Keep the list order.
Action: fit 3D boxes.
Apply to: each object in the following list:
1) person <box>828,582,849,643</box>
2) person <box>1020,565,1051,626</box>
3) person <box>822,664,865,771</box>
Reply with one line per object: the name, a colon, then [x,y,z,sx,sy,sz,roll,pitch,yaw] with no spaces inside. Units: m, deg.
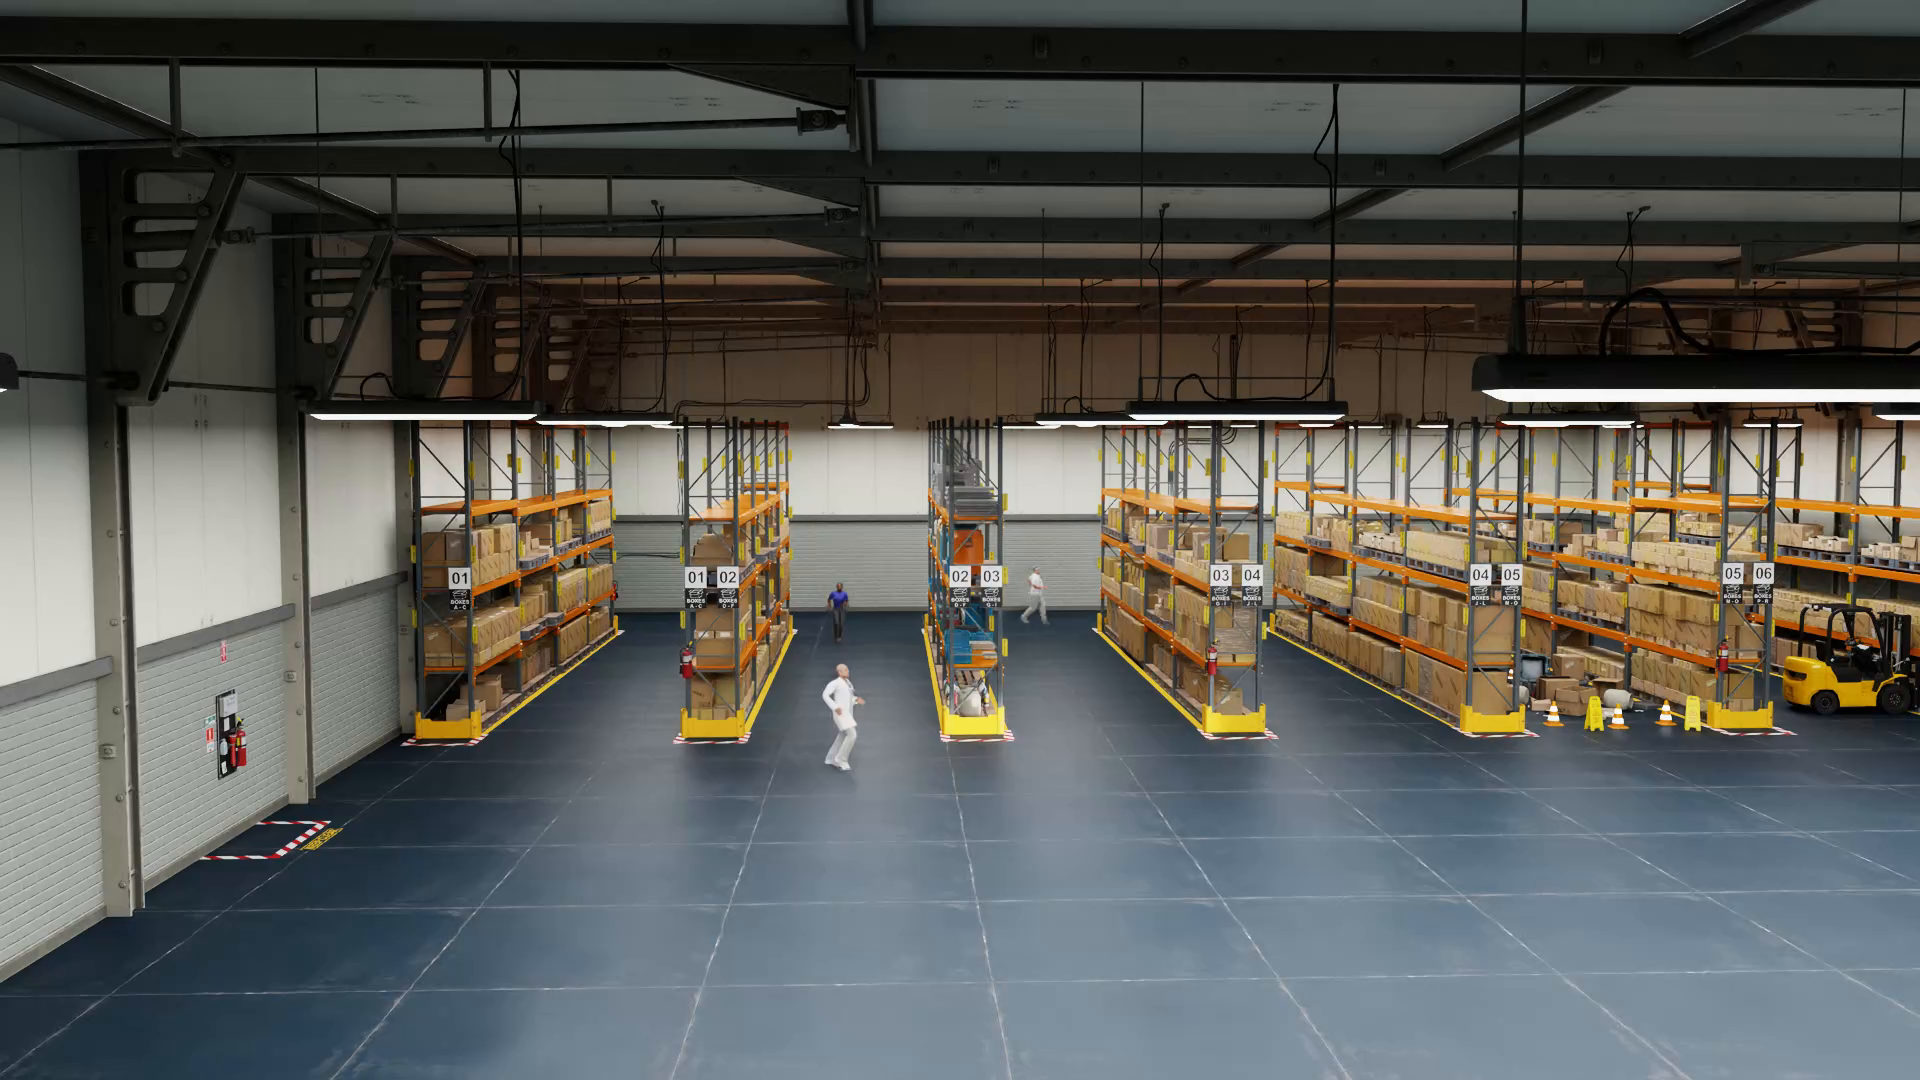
person: [-3.280,1.967,45.028,0.540,1.656,0.769,-1,4,-13]
person: [2.237,1.641,49.082,0.925,1.816,0.667,1,4,8]
person: [-1.971,3.019,28.197,0.711,1.830,0.690,1,4,16]
